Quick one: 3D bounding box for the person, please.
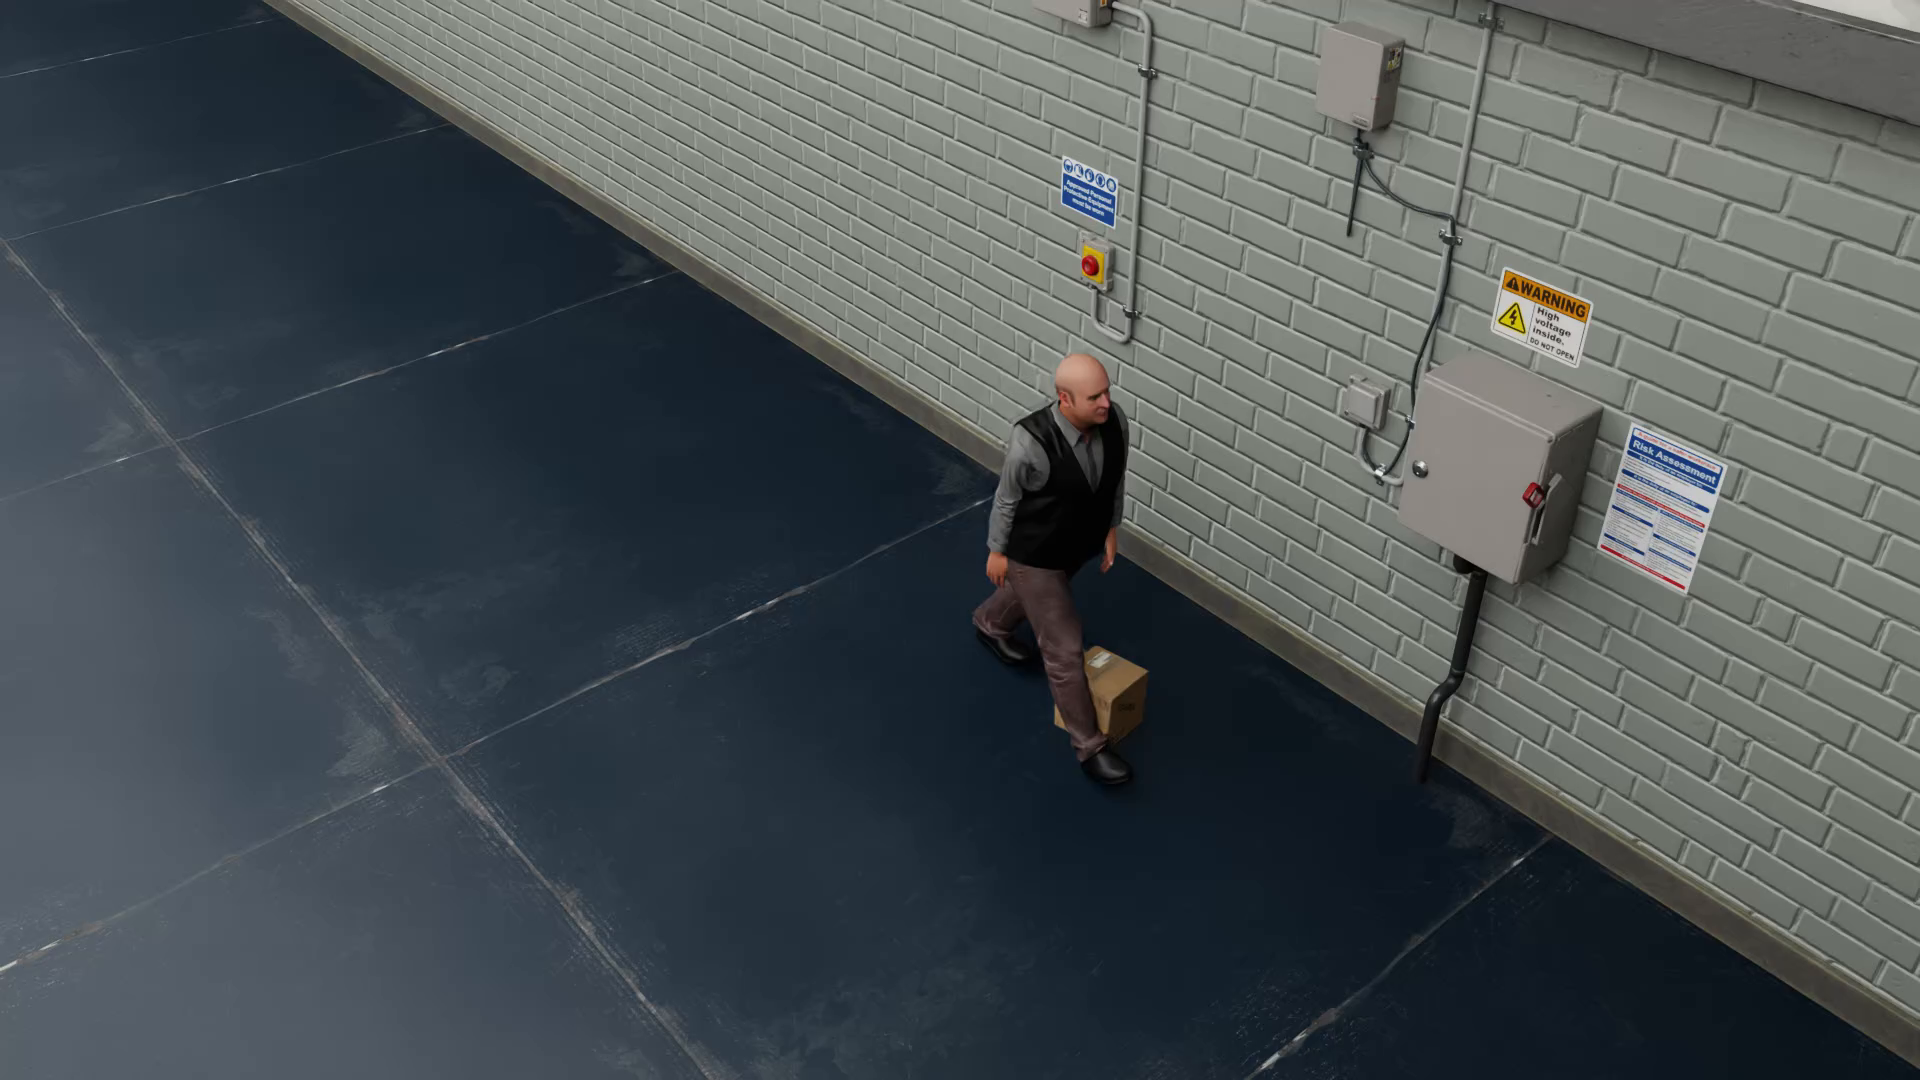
[{"bbox_3d":[0.394,0.015,6.178,0.544,1.651,1.119,-27,44,-32],"label":"person"}]
